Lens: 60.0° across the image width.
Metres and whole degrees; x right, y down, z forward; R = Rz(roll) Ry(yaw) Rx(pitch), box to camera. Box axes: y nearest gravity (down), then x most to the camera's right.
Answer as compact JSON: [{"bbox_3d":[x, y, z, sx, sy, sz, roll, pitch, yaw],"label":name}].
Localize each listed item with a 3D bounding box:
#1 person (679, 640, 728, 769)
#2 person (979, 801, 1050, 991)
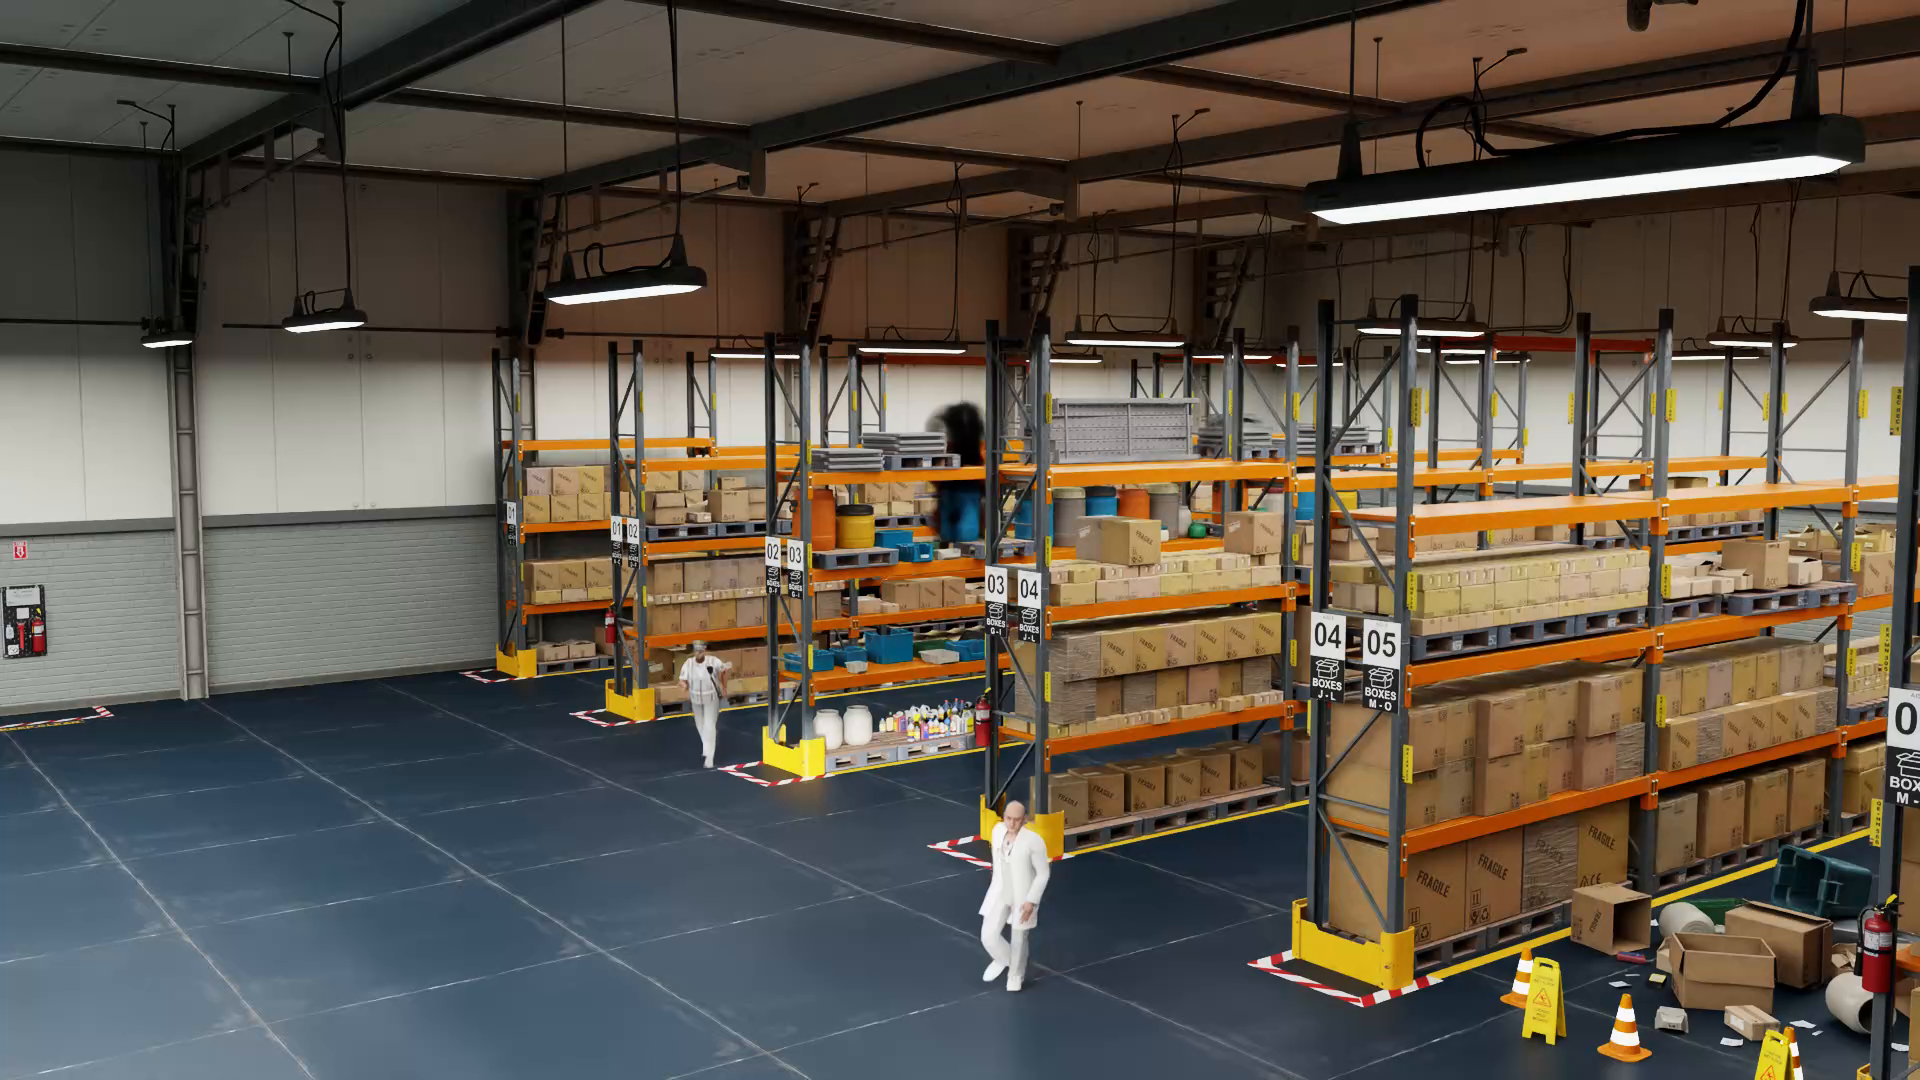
[{"bbox_3d":[-3.579,2.270,23.174,0.610,1.809,1.052,1,5,6],"label":"person"},{"bbox_3d":[0.479,3.051,14.222,0.688,1.726,0.733,2,5,24],"label":"person"}]
